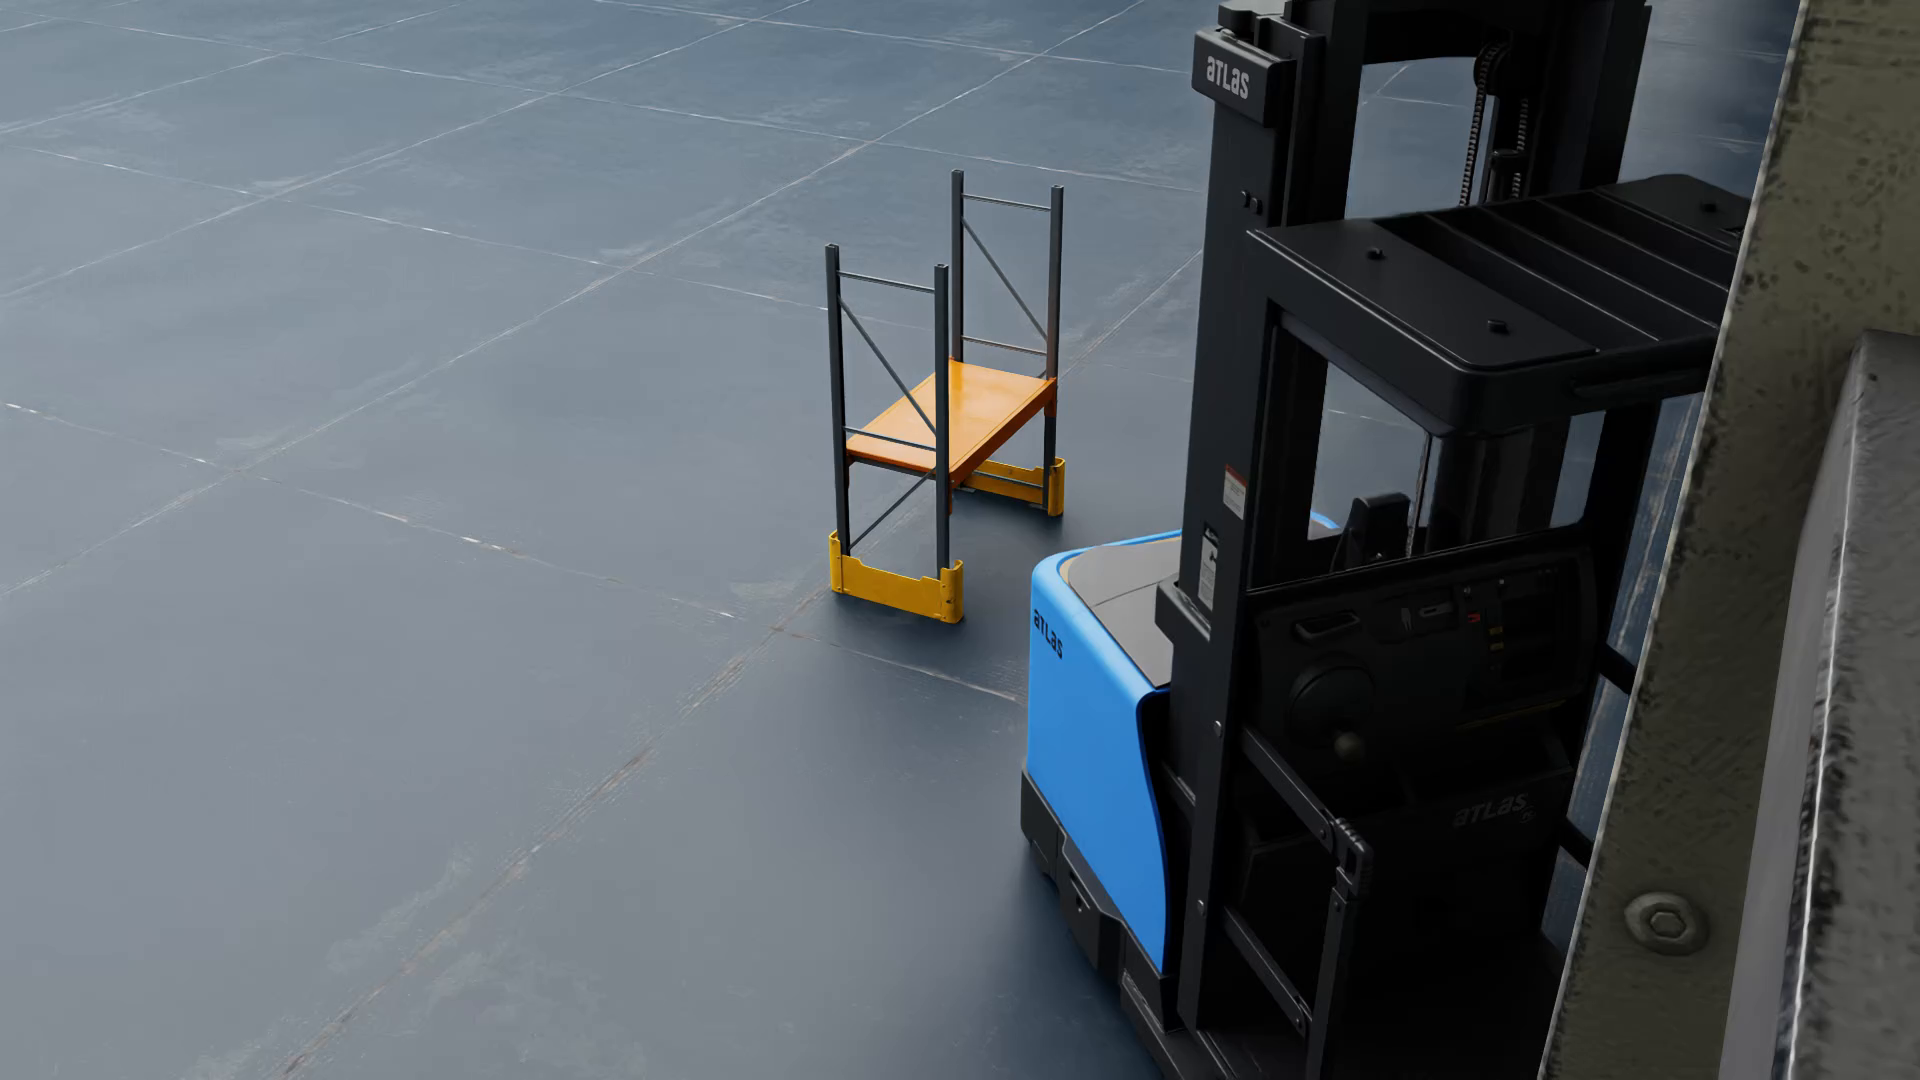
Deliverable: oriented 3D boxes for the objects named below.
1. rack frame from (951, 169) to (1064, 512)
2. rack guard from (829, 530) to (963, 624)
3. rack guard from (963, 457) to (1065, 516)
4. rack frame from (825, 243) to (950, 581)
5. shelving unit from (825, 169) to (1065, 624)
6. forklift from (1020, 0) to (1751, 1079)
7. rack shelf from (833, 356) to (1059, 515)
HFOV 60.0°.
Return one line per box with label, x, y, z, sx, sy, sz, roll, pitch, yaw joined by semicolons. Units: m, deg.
rack frame;0.193;-0.838;7.216;0.500;1.500;0.032;14;33;23
rack guard;-0.262;0.146;6.757;0.587;0.250;0.087;14;33;23
rack guard;0.192;-0.295;7.526;0.587;0.250;0.087;14;33;23
rack frame;-0.270;-0.387;6.431;0.500;1.500;0.032;14;33;23
shelving unit;-0.035;-0.617;6.831;0.587;1.500;1.083;14;33;23
forklift;1.191;0.313;3.774;1.130;2.935;3.031;-11;32;-18
rack shelf;-0.039;-0.457;6.913;0.538;0.185;1.000;14;33;23
